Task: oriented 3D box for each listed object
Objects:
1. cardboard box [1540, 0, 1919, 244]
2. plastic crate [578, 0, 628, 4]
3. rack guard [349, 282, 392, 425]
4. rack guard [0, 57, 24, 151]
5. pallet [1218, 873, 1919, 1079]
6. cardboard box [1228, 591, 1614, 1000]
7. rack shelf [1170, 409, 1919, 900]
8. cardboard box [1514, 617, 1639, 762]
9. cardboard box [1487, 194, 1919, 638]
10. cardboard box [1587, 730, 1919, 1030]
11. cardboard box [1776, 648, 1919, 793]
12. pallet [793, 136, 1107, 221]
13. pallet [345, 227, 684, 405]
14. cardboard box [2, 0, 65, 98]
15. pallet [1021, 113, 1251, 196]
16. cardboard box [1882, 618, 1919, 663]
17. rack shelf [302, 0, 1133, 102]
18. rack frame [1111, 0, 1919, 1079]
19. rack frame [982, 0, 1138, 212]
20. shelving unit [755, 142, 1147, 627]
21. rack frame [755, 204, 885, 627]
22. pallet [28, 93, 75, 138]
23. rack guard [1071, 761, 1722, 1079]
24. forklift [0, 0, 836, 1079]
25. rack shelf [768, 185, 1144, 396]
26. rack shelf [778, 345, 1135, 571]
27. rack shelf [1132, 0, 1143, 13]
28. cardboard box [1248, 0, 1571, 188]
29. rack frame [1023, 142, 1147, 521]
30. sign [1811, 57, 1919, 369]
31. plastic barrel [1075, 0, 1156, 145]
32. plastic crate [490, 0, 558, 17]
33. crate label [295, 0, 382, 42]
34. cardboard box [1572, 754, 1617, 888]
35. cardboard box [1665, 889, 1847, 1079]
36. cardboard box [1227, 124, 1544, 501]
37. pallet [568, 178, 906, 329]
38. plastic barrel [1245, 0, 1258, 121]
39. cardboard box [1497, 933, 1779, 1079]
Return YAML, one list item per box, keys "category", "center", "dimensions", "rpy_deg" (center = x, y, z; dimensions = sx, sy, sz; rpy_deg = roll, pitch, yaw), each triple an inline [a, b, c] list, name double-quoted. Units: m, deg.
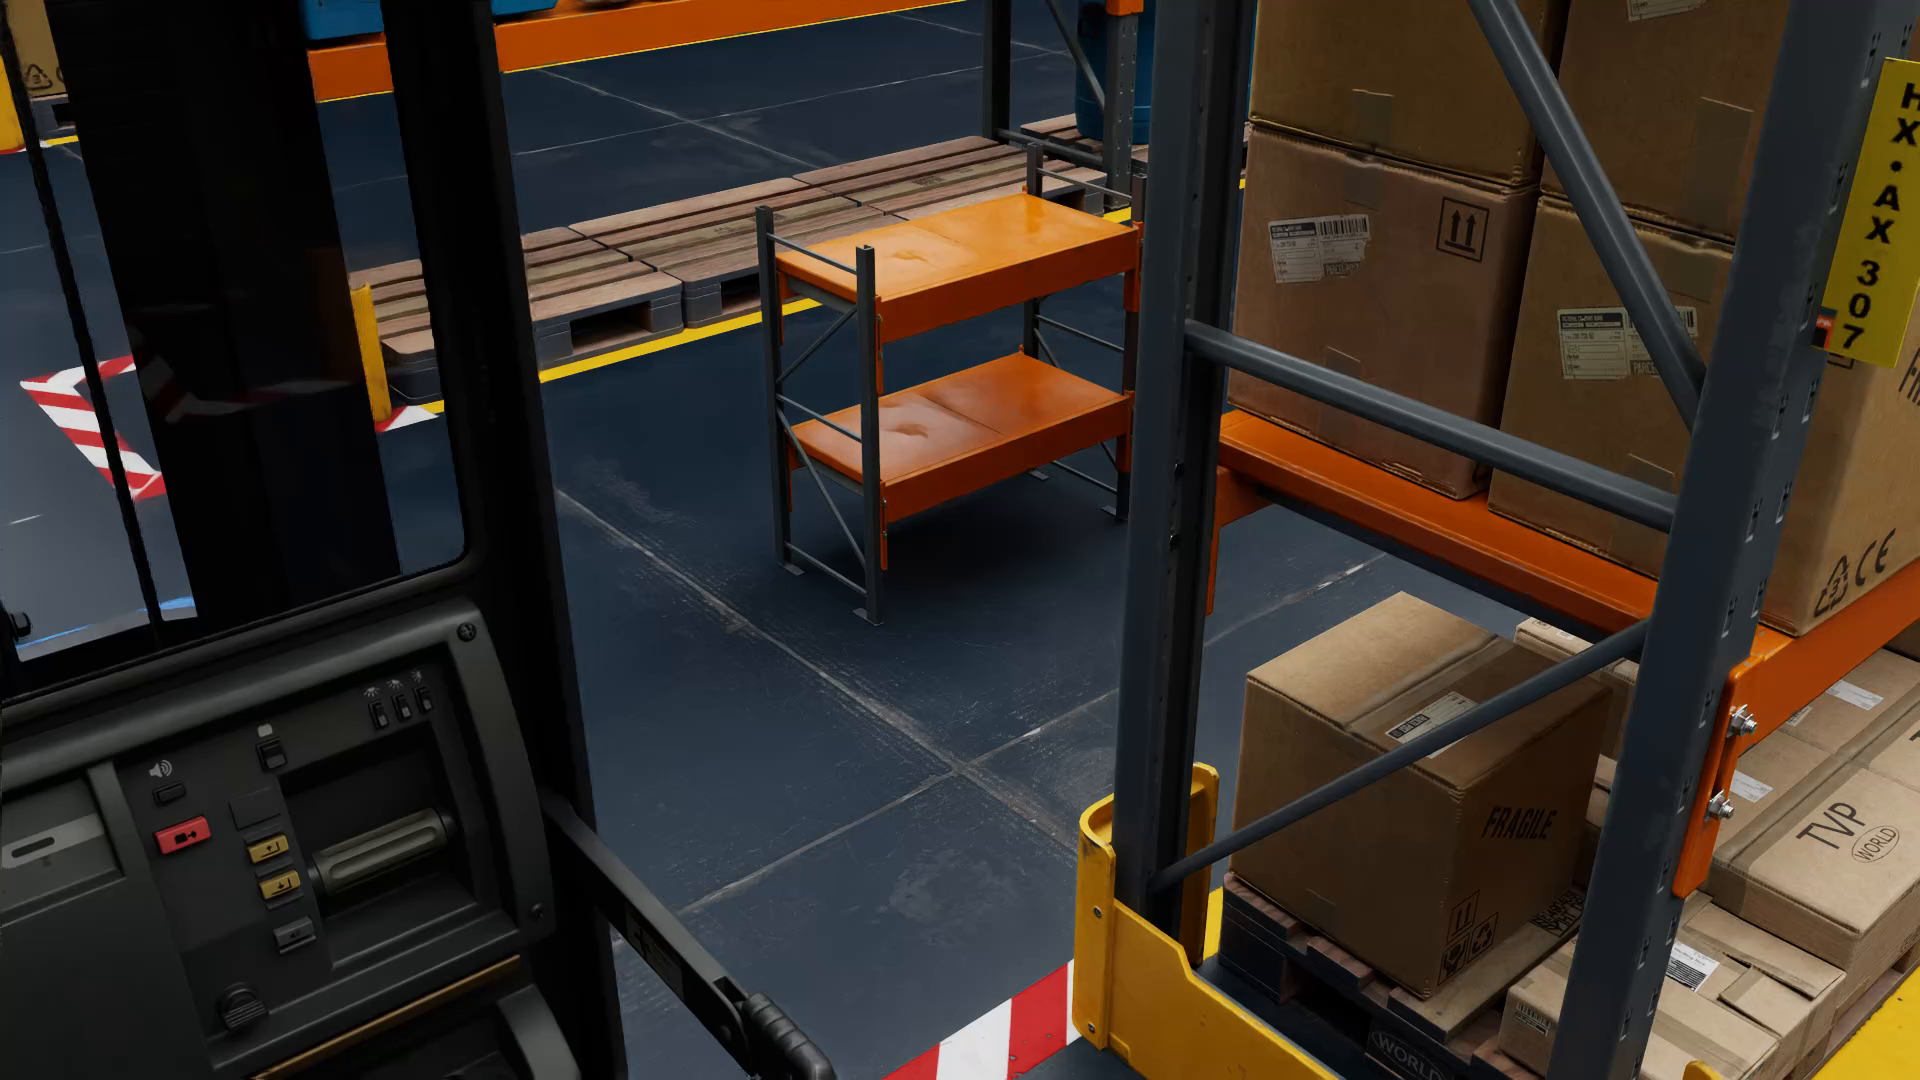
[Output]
- category: "cardboard box"
  center: [1.163, -0.690, 2.192]
  dimensions: [0.500, 0.500, 0.500]
  rpy_deg: [-21, 34, -33]
- category: "plastic crate"
  center: [-1.342, -2.085, 6.185]
  dimensions: [0.298, 0.136, 0.250]
  rpy_deg: [-22, 35, -35]
- category: "rack guard"
  center: [-2.568, -0.827, 6.267]
  dimensions: [0.348, 0.500, 1.175]
  rpy_deg: [-22, 35, -35]
- category: "rack guard"
  center: [-5.791, -2.607, 9.598]
  dimensions: [0.348, 0.500, 1.175]
  rpy_deg: [-22, 35, -35]
- category: "pallet"
  center: [1.318, 0.799, 3.532]
  dimensions: [1.213, 0.211, 1.003]
  rpy_deg: [-22, 35, -35]
- category: "cardboard box"
  center: [0.908, 0.490, 3.336]
  dimensions: [0.500, 0.500, 0.500]
  rpy_deg: [-22, 35, -35]
- category: "rack shelf"
  center: [2.176, -0.458, 3.689]
  dimensions: [4.000, 0.370, 1.077]
  rpy_deg: [-22, 35, -35]
- category: "cardboard box"
  center: [1.650, 0.320, 3.919]
  dimensions: [0.500, 0.250, 0.500]
  rpy_deg: [-22, 35, -35]
- category: "cardboard box"
  center: [1.163, -0.249, 2.428]
  dimensions: [0.500, 0.500, 0.500]
  rpy_deg: [-21, 35, -34]
- category: "cardboard box"
  center: [1.632, 0.637, 3.326]
  dimensions: [0.500, 0.250, 0.500]
  rpy_deg: [-22, 35, -35]
- category: "cardboard box"
  center: [2.013, 0.484, 3.612]
  dimensions: [0.500, 0.250, 0.500]
  rpy_deg: [-22, 35, -35]
- category: "pallet"
  center: [-0.049, -1.696, 8.200]
  dimensions: [1.213, 0.211, 1.003]
  rpy_deg: [-22, 35, -35]
- category: "pallet"
  center: [-1.905, -0.950, 6.803]
  dimensions: [1.213, 0.211, 1.003]
  rpy_deg: [-22, 35, -35]
- category: "cardboard box"
  center: [-5.338, -3.190, 9.845]
  dimensions: [0.875, 0.875, 0.875]
  rpy_deg: [-22, 35, -35]
- category: "pallet"
  center: [1.099, -2.156, 9.061]
  dimensions: [1.213, 0.211, 1.003]
  rpy_deg: [-22, 35, -35]
- category: "cardboard box"
  center: [2.271, 0.096, 4.070]
  dimensions: [0.637, 0.503, 0.797]
  rpy_deg: [-22, 35, -35]
- category: "rack shelf"
  center: [-1.036, -2.236, 7.014]
  dimensions: [4.000, 0.370, 1.077]
  rpy_deg: [-22, 35, -35]
- category: "rack frame"
  center: [0.654, -0.164, 2.374]
  dimensions: [0.127, 3.000, 1.000]
  rpy_deg: [-22, 35, -35]
- category: "rack frame"
  center: [0.485, -3.165, 7.990]
  dimensions: [0.127, 3.000, 1.000]
  rpy_deg: [-22, 35, -35]
- category: "shelving unit"
  center: [-0.005, -0.494, 4.981]
  dimensions: [1.048, 1.125, 0.538]
  rpy_deg: [-22, 35, -35]
- category: "rack frame"
  center: [-0.392, -0.339, 4.690]
  dimensions: [0.032, 1.125, 0.500]
  rpy_deg: [-22, 35, -35]
- category: "pallet"
  center: [-5.215, -2.760, 10.190]
  dimensions: [1.213, 0.211, 1.003]
  rpy_deg: [-22, 35, -35]
- category: "rack guard"
  center: [0.712, 0.915, 3.007]
  dimensions: [0.348, 0.500, 1.175]
  rpy_deg: [-22, 35, -35]
- category: "forklift"
  center: [-0.712, 0.405, 1.382]
  dimensions: [1.130, 2.935, 3.031]
  rpy_deg: [-21, 34, -33]
- category: "rack shelf"
  center: [-0.005, -0.752, 4.843]
  dimensions: [1.000, 0.278, 0.538]
  rpy_deg: [-22, 35, -35]
- category: "rack shelf"
  center: [-0.005, -0.278, 5.096]
  dimensions: [1.000, 0.278, 0.538]
  rpy_deg: [-22, 35, -35]
- category: "rack shelf"
  center: [2.007, -3.459, 9.304]
  dimensions: [4.000, 0.370, 1.077]
  rpy_deg: [-22, 35, -35]
- category: "cardboard box"
  center: [0.814, -0.884, 2.554]
  dimensions: [0.500, 0.500, 0.500]
  rpy_deg: [-22, 35, -35]
- category: "rack frame"
  center: [0.382, -0.650, 5.272]
  dimensions: [0.032, 1.125, 0.500]
  rpy_deg: [-22, 35, -35]
- category: "sign"
  center: [1.007, -0.351, 1.806]
  dimensions: [0.005, 0.325, 0.100]
  rpy_deg: [-22, 35, -35]
- category: "plastic barrel"
  center: [0.910, -2.585, 8.685]
  dimensions: [0.708, 0.901, 0.600]
  rpy_deg: [-22, 35, -35]
- category: "plastic crate"
  center: [-1.655, -2.053, 6.022]
  dimensions: [0.300, 0.233, 0.416]
  rpy_deg: [-22, 35, -35]
- category: "crate label"
  center: [-2.156, -1.851, 5.646]
  dimensions: [0.303, 0.233, 0.416]
  rpy_deg: [-22, 35, -35]
- category: "cardboard box"
  center: [1.275, 0.545, 3.586]
  dimensions: [0.250, 0.166, 0.380]
  rpy_deg: [-22, 35, -35]
- category: "cardboard box"
  center: [1.386, 0.810, 3.091]
  dimensions: [0.250, 0.166, 0.380]
  rpy_deg: [-22, 35, -35]
- category: "cardboard box"
  center: [0.818, -0.443, 2.790]
  dimensions: [0.500, 0.500, 0.500]
  rpy_deg: [-21, 34, -33]
- category: "pallet"
  center: [-0.978, -1.321, 7.498]
  dimensions: [1.213, 0.211, 1.003]
  rpy_deg: [-22, 35, -35]
- category: "plastic barrel"
  center: [1.449, -2.801, 9.090]
  dimensions: [0.708, 0.901, 0.600]
  rpy_deg: [-22, 35, -35]
- category: "cardboard box"
  center: [1.196, 0.895, 2.952]
  dimensions: [0.250, 0.149, 0.380]
  rpy_deg: [-22, 35, -35]
